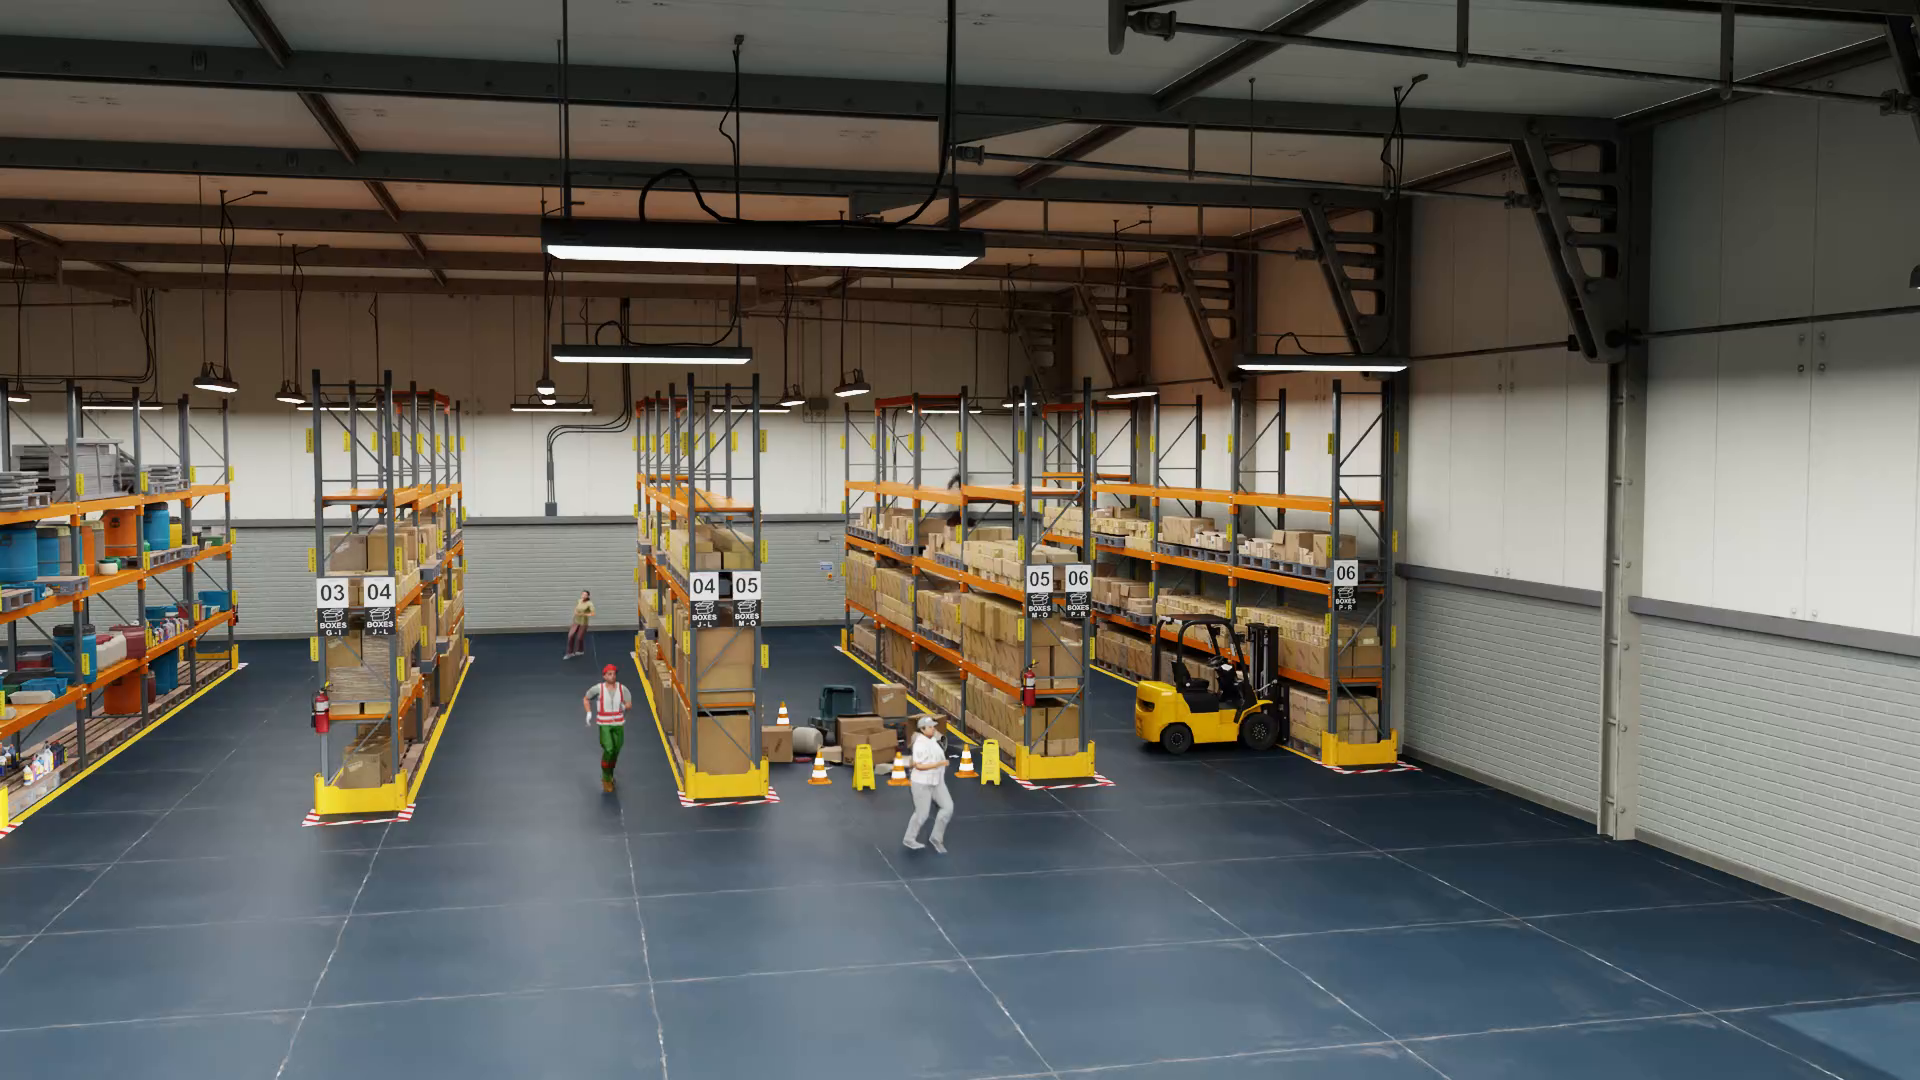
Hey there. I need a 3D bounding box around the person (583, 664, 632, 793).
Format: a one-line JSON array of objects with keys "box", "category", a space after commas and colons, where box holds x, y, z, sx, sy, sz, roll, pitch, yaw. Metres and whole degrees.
[{"box": [-5.069, 2.719, 24.096, 0.645, 1.841, 0.767, -2, 4, -31], "category": "person"}]

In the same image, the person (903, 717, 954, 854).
[{"box": [-0.375, 3.009, 20.309, 0.680, 1.714, 0.582, 2, 4, 32], "category": "person"}]

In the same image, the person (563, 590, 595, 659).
[{"box": [-8.835, 1.975, 38.894, 0.741, 1.661, 0.682, 1, 3, 15], "category": "person"}]
